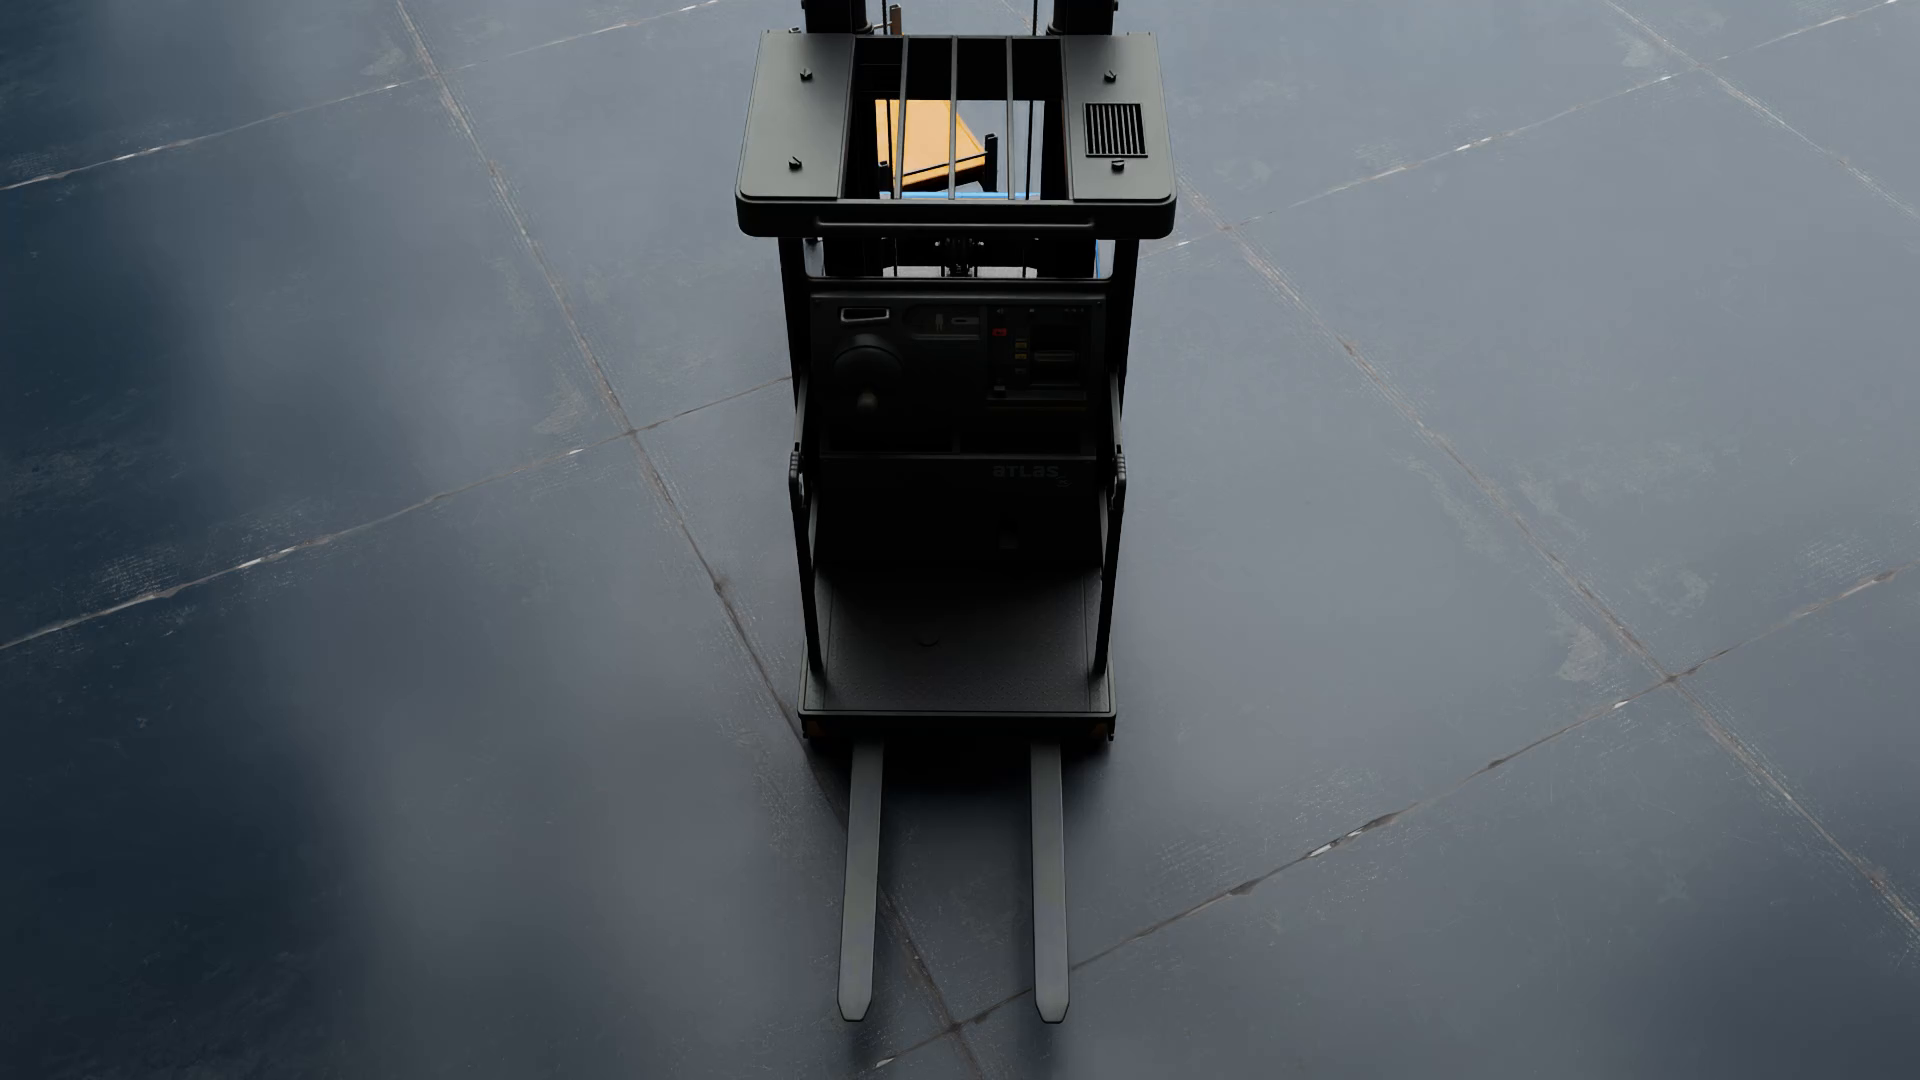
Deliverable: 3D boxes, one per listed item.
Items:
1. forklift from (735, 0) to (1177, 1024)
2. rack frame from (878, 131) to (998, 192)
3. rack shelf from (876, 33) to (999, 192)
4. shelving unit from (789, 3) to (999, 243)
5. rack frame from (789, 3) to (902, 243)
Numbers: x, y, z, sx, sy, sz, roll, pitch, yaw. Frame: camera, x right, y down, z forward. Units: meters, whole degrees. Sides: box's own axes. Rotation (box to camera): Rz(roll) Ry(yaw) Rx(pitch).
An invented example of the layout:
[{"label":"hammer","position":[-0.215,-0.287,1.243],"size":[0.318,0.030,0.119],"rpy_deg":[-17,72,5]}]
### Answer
[{"label":"forklift","position":[-0.006,-0.491,5.124],"size":[1.130,2.935,3.031],"rpy_deg":[0,49,0]},{"label":"rack frame","position":[-0.086,-1.157,6.907],"size":[0.500,1.125,0.032],"rpy_deg":[-18,51,-15]},{"label":"rack shelf","position":[-0.287,-1.701,6.994],"size":[0.538,0.278,1.000],"rpy_deg":[-18,51,-15]},{"label":"shelving unit","position":[-0.287,-1.508,7.215],"size":[0.538,1.125,1.048],"rpy_deg":[-18,51,-15]},{"label":"rack frame","position":[-0.489,-1.860,7.522],"size":[0.500,1.125,0.032],"rpy_deg":[-18,51,-15]}]
